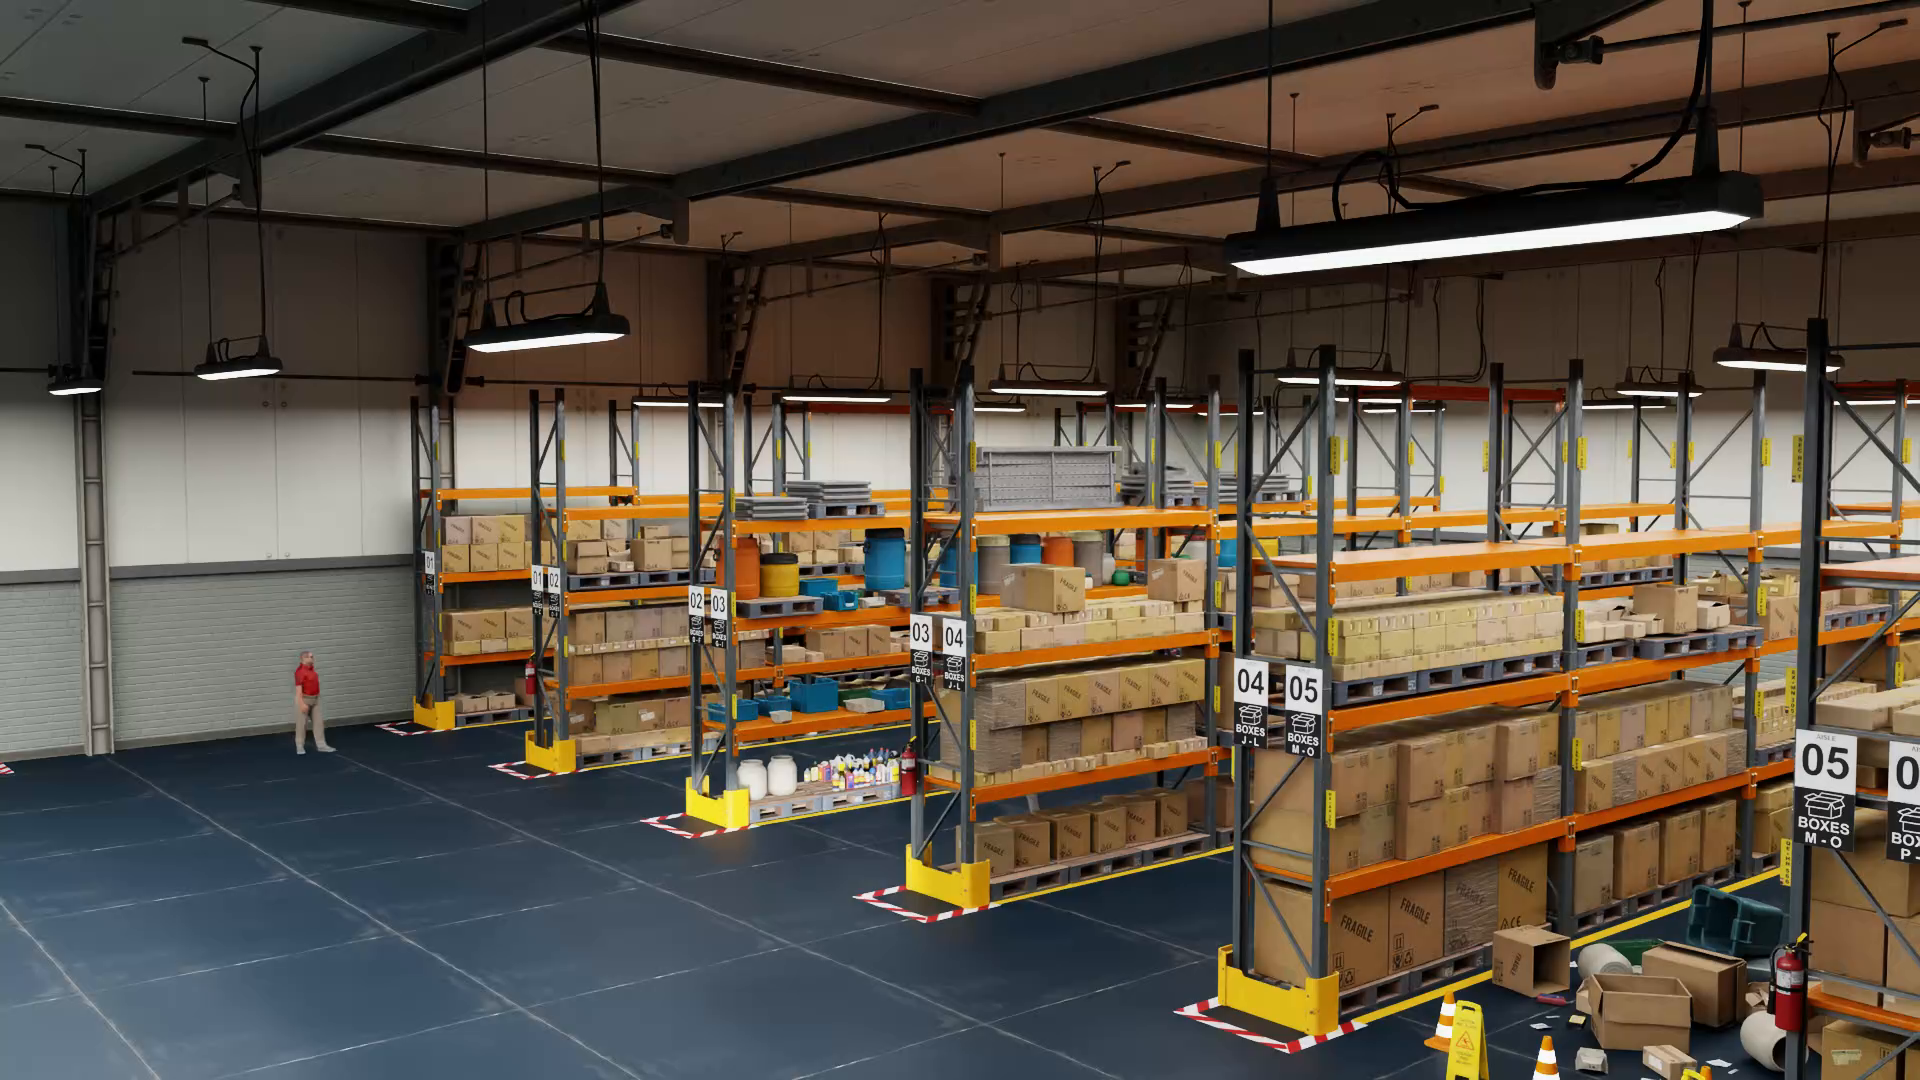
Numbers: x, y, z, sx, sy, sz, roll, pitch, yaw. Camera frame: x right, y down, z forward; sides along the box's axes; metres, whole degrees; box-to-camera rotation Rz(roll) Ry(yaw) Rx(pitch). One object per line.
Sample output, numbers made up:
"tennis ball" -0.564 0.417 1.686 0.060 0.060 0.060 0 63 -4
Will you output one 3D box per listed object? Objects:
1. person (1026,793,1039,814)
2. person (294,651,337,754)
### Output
"person" 0.911 3.050 22.411 0.372 1.619 0.470 2 4 33
"person" -10.758 2.684 27.525 0.603 1.713 0.598 1 4 22
